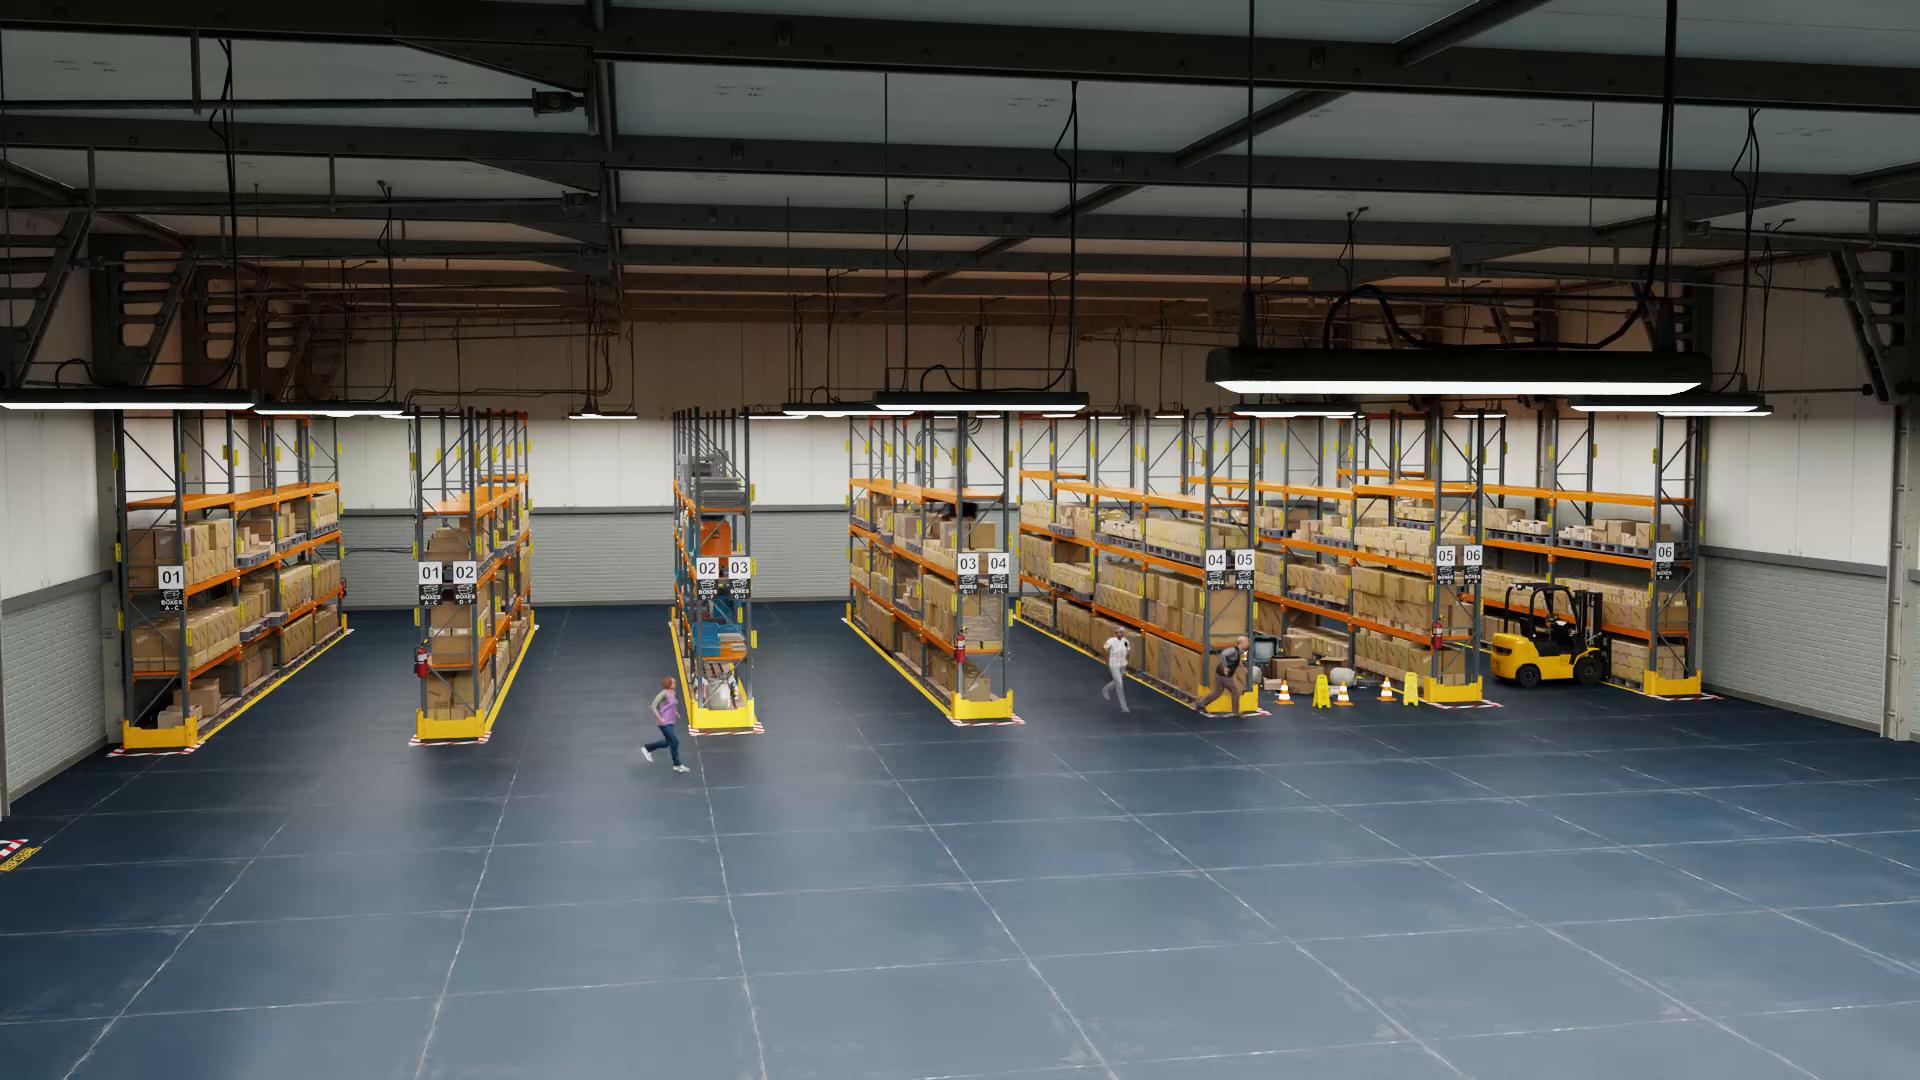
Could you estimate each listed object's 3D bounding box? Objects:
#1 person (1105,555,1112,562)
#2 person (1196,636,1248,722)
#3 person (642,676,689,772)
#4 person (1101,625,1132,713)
[{"bbox_3d":[4.554,1.265,51.492,0.688,1.623,0.505,-3,5,-33],"label":"person"},{"bbox_3d":[5.021,2.661,31.865,0.976,1.679,0.699,1,4,19],"label":"person"},{"bbox_3d":[-4.852,3.010,27.233,0.824,1.587,0.560,1,4,15],"label":"person"},{"bbox_3d":[3.138,2.538,33.186,0.530,1.738,1.038,-3,5,-32],"label":"person"}]
